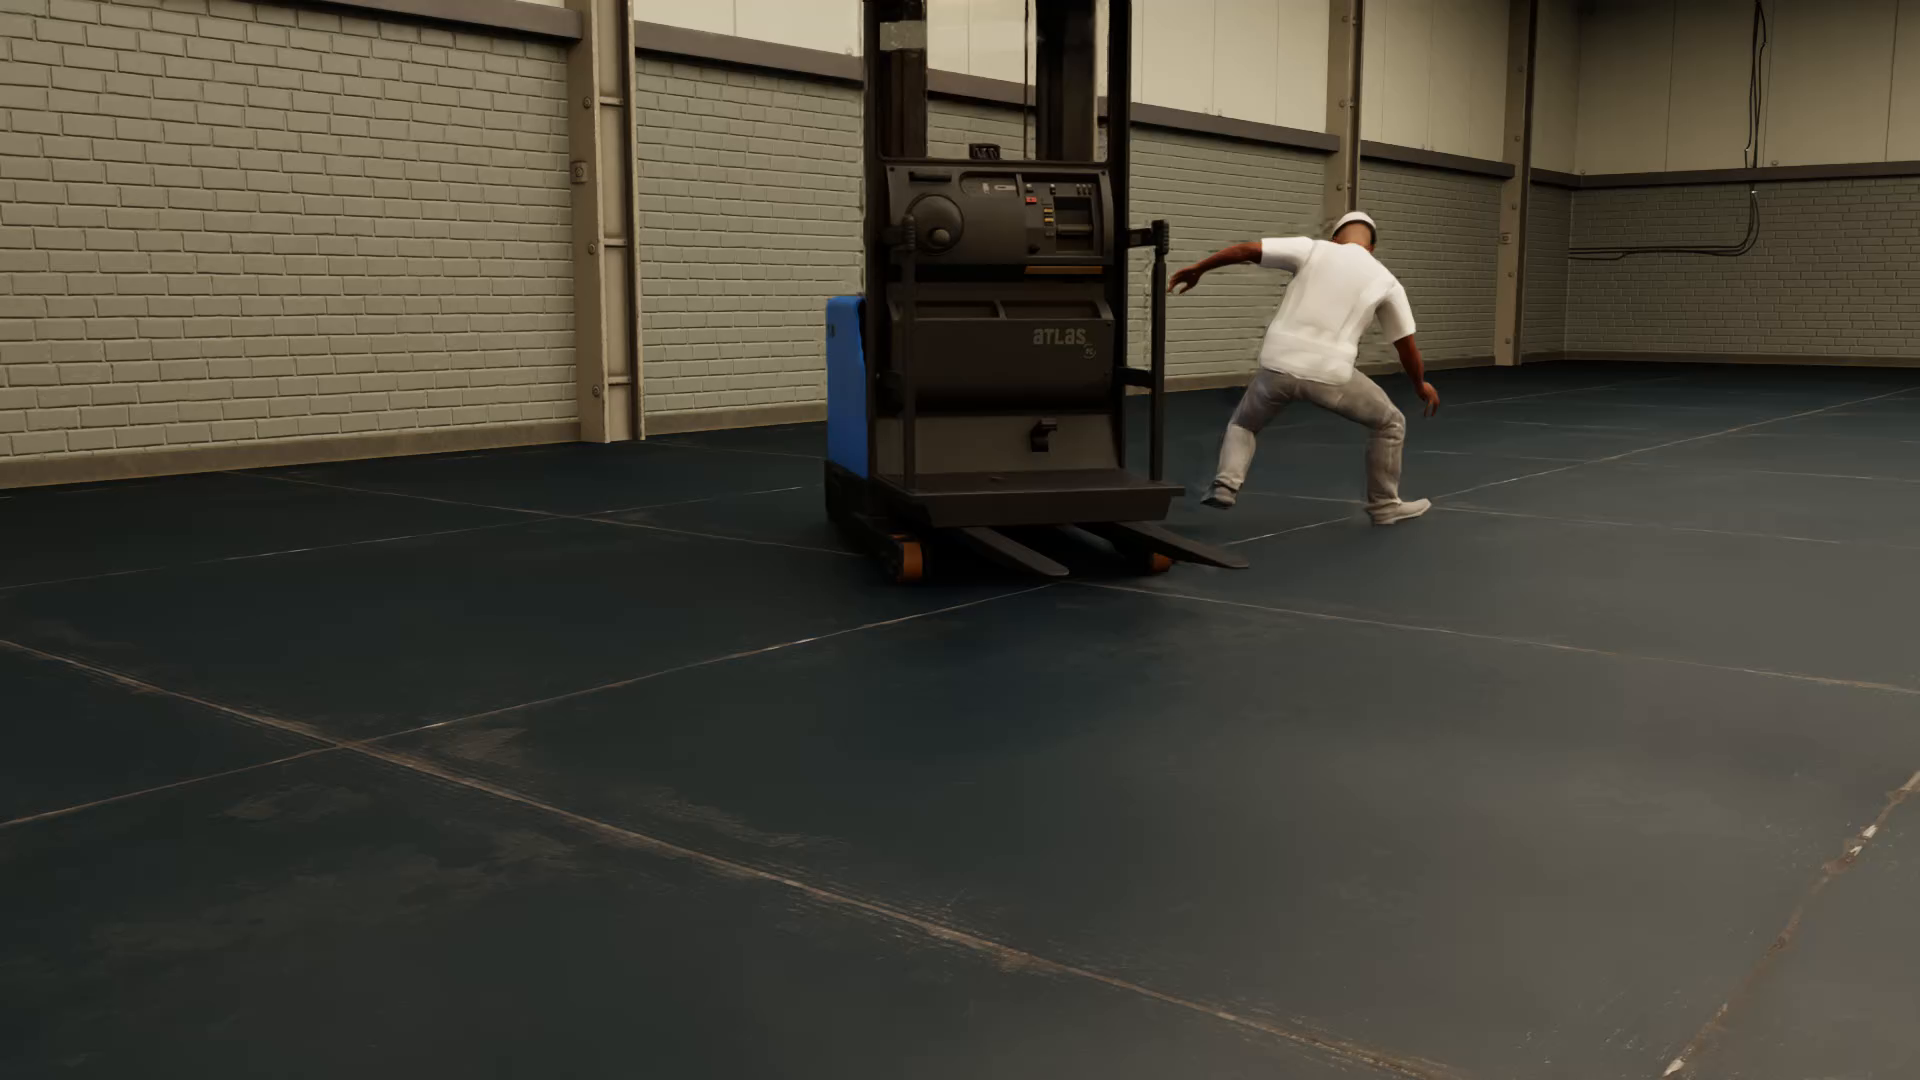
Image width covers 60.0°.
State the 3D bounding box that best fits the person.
[{"bbox_3d":[1.577,-0.781,7.719,1.227,1.480,0.726,3,9,20],"label":"person"}]

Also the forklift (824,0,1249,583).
[{"bbox_3d":[0.220,-1.345,6.476,1.130,2.935,3.031,-2,9,-14],"label":"forklift"}]
